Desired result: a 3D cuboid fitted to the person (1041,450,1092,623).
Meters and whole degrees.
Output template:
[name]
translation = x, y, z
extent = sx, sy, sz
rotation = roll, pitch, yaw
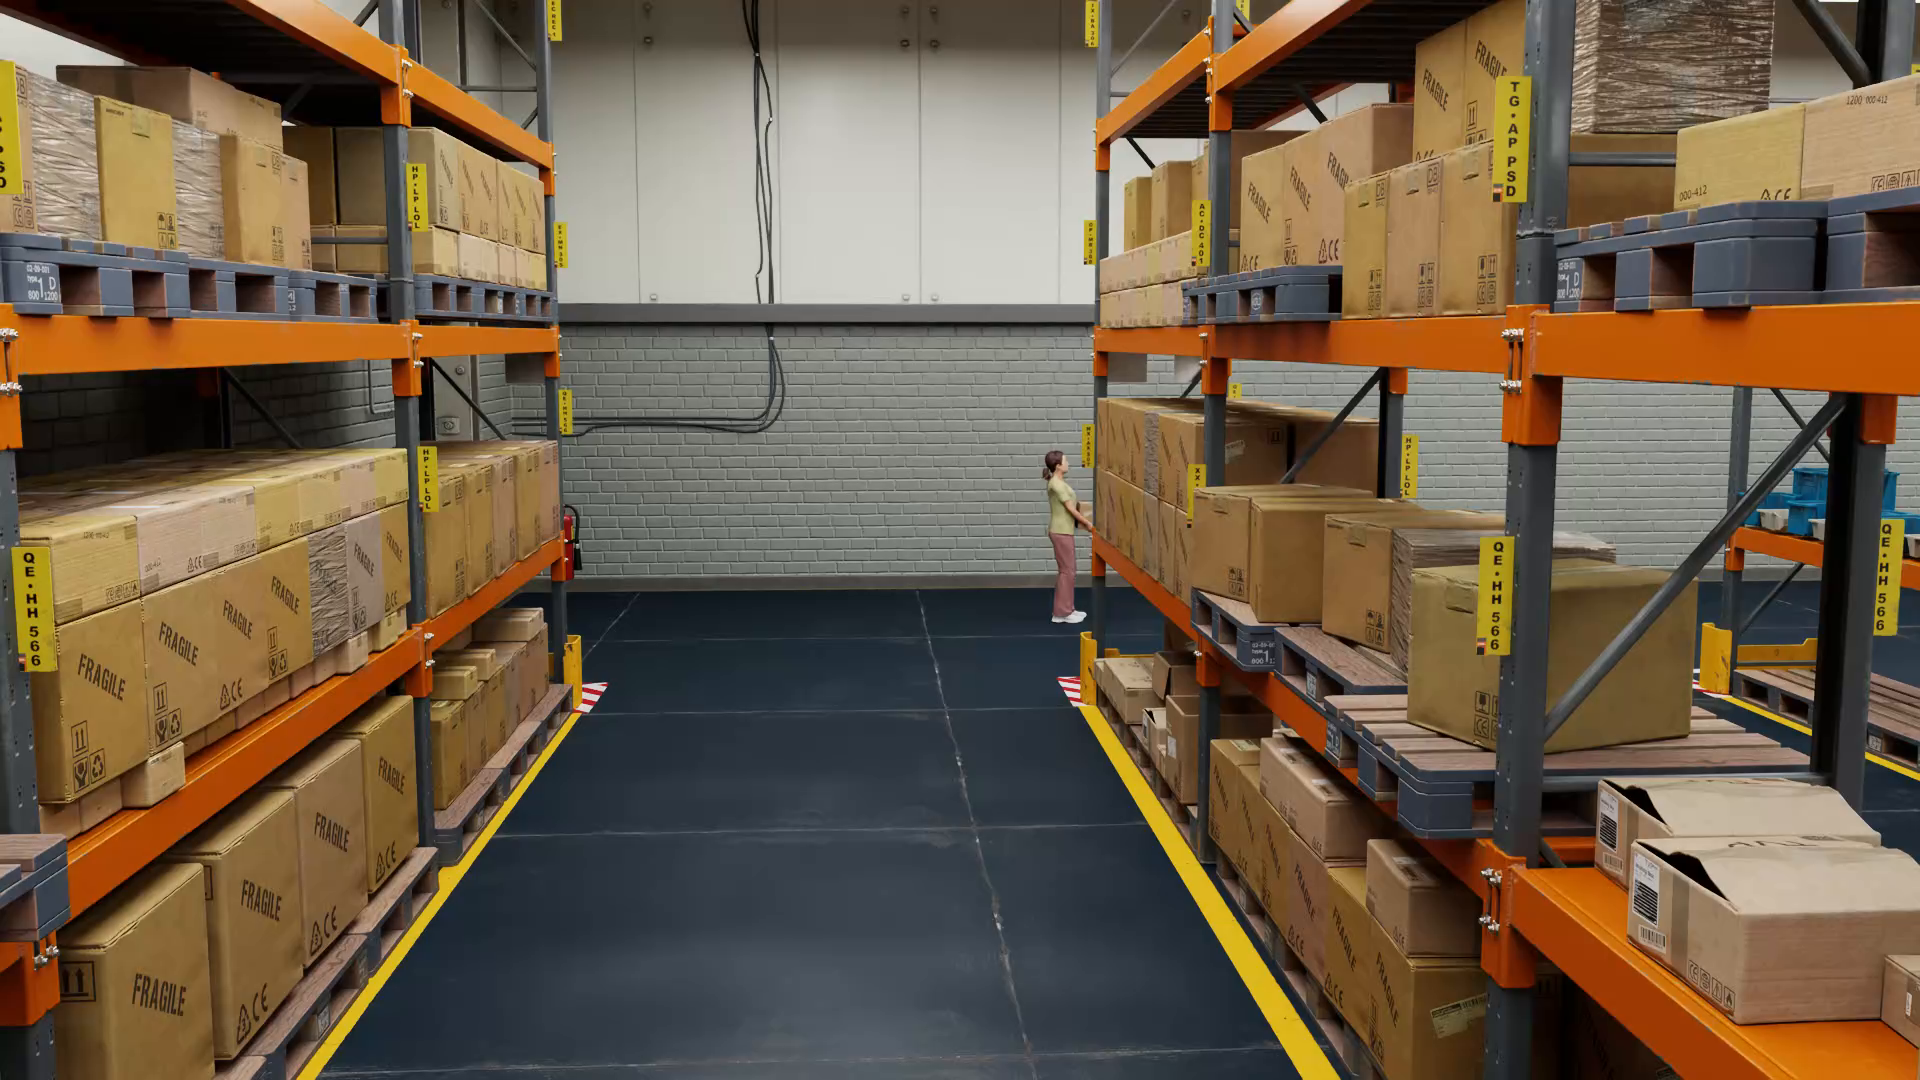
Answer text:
[person]
translation = 1.058, -0.038, 16.138
extent = 0.551, 1.654, 0.428
rotation = 0, 7, -4
